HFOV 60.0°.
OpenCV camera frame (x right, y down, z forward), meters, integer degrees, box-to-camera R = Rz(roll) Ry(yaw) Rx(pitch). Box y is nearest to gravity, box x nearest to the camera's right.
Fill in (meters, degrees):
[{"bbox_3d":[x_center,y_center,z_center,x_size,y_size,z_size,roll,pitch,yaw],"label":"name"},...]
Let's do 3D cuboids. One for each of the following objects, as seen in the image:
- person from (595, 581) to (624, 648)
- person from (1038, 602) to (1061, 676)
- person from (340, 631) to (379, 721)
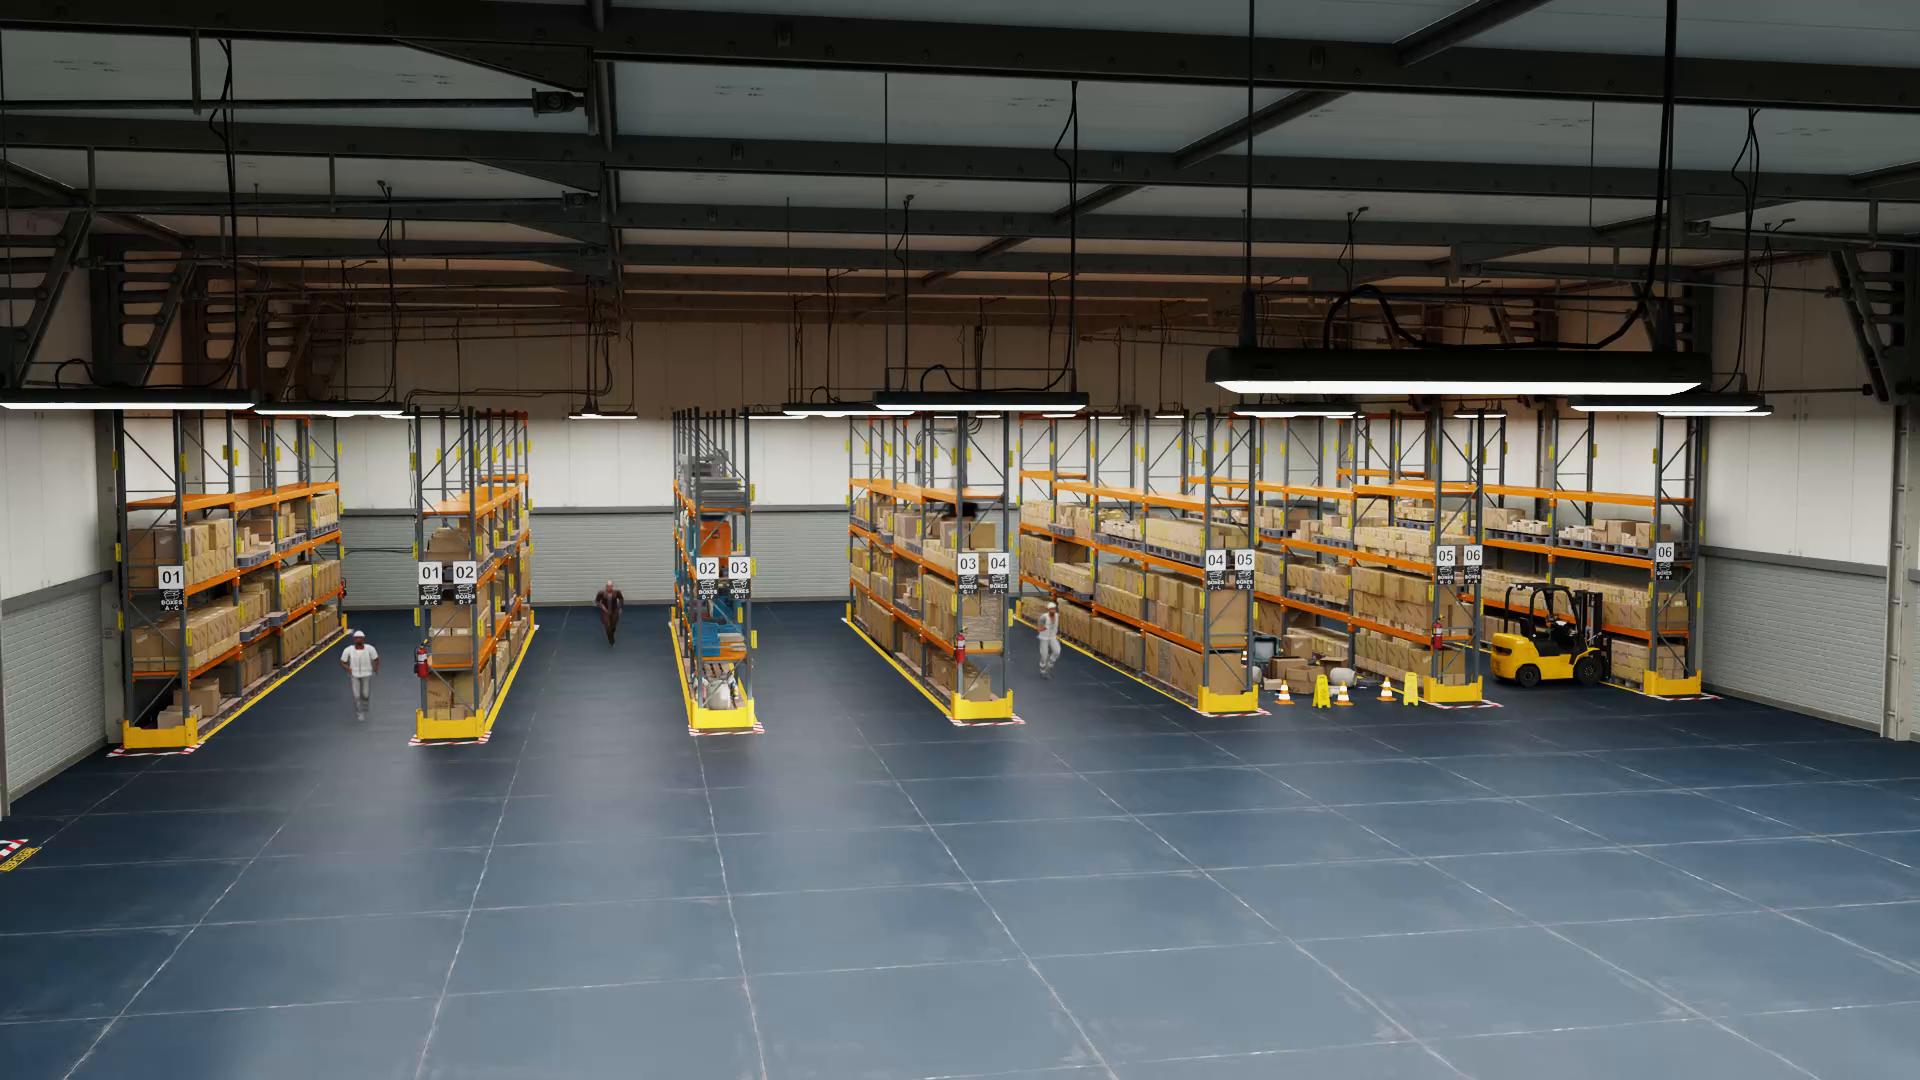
[{"bbox_3d":[-8.911,1.883,42.308,0.704,1.713,0.797,-1,4,-9],"label":"person"},{"bbox_3d":[1.986,2.215,36.938,0.632,1.698,0.862,-1,4,-20],"label":"person"},{"bbox_3d":[-11.514,2.600,31.916,0.703,1.723,0.588,-2,4,-20],"label":"person"}]
